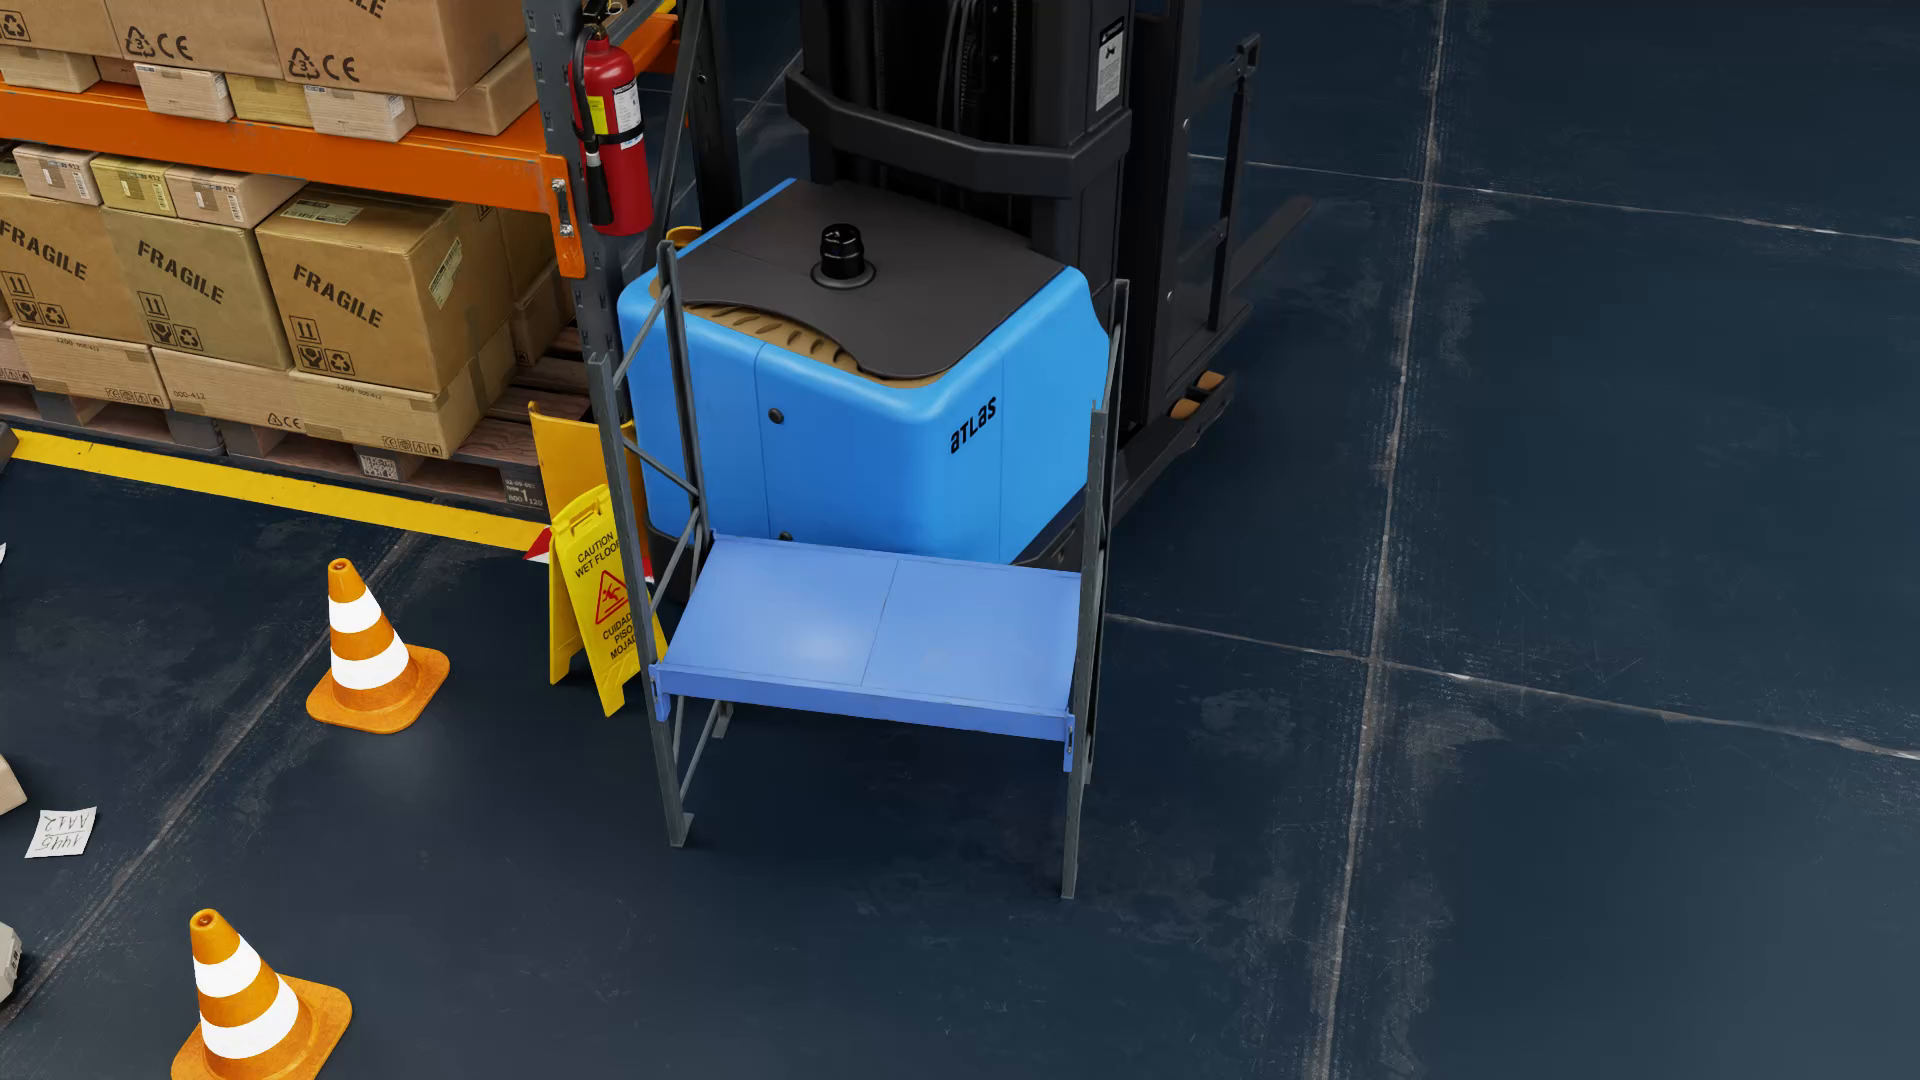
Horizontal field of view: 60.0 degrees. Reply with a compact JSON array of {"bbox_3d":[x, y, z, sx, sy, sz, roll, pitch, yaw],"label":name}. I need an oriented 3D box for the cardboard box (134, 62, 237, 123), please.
[{"bbox_3d":[-2.098,-1.346,4.715,0.250,0.149,0.380,10,41,12],"label":"cardboard box"}]

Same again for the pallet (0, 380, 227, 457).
[{"bbox_3d":[-2.933,-0.765,5.997,1.213,0.211,1.003,10,41,11],"label":"pallet"}]

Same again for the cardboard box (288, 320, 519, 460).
[{"bbox_3d":[-1.783,-0.539,5.370,0.500,0.250,0.500,10,41,11],"label":"cardboard box"}]

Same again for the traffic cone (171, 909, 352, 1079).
[{"bbox_3d":[-1.617,0.988,3.714,0.334,0.463,0.336,10,41,11],"label":"traffic cone"}]

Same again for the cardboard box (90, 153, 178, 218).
[{"bbox_3d":[-2.365,-1.137,4.996,0.250,0.149,0.380,10,41,12],"label":"cardboard box"}]

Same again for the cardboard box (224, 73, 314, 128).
[{"bbox_3d":[-1.841,-1.322,4.687,0.250,0.149,0.380,9,41,11],"label":"cardboard box"}]

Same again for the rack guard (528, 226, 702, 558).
[{"bbox_3d":[-0.983,-0.515,5.474,0.348,0.500,1.175,10,41,11],"label":"rack guard"}]

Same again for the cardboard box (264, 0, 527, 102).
[{"bbox_3d":[-1.505,-1.531,4.431,0.500,0.500,0.500,9,41,11],"label":"cardboard box"}]

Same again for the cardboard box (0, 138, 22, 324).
[{"bbox_3d":[-3.253,-1.085,5.438,0.500,0.500,0.500,12,41,14],"label":"cardboard box"}]

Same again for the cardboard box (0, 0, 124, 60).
[{"bbox_3d":[-2.470,-1.702,4.635,0.500,0.500,0.500,10,41,11],"label":"cardboard box"}]

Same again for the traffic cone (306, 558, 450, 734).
[{"bbox_3d":[-1.658,0.242,4.602,0.334,0.463,0.336,10,41,11],"label":"traffic cone"}]

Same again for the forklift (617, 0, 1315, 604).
[{"bbox_3d":[0.292,-1.581,4.854,1.130,2.935,3.031,22,45,24],"label":"forklift"}]

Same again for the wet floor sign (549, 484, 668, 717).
[{"bbox_3d":[-1.002,0.138,4.583,0.232,0.644,0.267,24,46,26],"label":"wet floor sign"}]

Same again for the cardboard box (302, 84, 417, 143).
[{"bbox_3d":[-1.599,-1.266,4.620,0.250,0.149,0.380,9,41,11],"label":"cardboard box"}]

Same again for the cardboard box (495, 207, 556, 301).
[{"bbox_3d":[-1.640,-1.164,5.532,0.500,0.500,0.500,8,41,10],"label":"cardboard box"}]

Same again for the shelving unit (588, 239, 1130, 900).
[{"bbox_3d":[-0.192,0.116,3.946,1.048,1.500,0.538,6,40,7],"label":"shelving unit"}]

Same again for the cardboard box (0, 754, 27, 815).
[{"bbox_3d":[-2.697,0.669,4.337,0.250,0.149,0.380,33,50,33],"label":"cardboard box"}]

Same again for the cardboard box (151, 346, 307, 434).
[{"bbox_3d":[-2.258,-0.626,5.474,0.500,0.250,0.500,10,41,12],"label":"cardboard box"}]

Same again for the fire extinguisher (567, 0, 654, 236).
[{"bbox_3d":[-0.918,-1.124,4.317,0.183,0.674,0.296,10,41,11],"label":"fire extinguisher"}]

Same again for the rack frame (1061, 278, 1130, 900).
[{"bbox_3d":[0.310,0.170,3.882,0.032,1.500,0.500,6,40,7],"label":"rack frame"}]

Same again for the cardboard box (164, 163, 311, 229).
[{"bbox_3d":[-2.123,-1.093,4.943,0.250,0.149,0.380,11,41,13],"label":"cardboard box"}]

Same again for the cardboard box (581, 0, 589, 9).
[{"bbox_3d":[-1.295,-1.863,4.826,0.500,0.500,0.500,9,41,11],"label":"cardboard box"}]

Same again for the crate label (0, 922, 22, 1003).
[{"bbox_3d":[-2.392,1.021,3.928,0.298,0.136,0.250,-10,41,-11],"label":"crate label"}]

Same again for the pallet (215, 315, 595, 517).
[{"bbox_3d":[-1.758,-0.561,5.754,1.213,0.211,1.003,10,41,11],"label":"pallet"}]

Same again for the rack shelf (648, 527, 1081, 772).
[{"bbox_3d":[-0.192,0.254,4.061,1.000,0.185,0.538,6,40,7],"label":"rack shelf"}]

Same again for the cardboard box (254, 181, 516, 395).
[{"bbox_3d":[-1.751,-0.826,5.129,0.500,0.500,0.500,10,41,12],"label":"cardboard box"}]

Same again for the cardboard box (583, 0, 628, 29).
[{"bbox_3d":[-1.184,-1.548,4.957,0.250,0.149,0.380,10,41,12],"label":"cardboard box"}]

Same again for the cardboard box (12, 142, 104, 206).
[{"bbox_3d":[-2.619,-1.182,5.049,0.250,0.149,0.380,11,41,13],"label":"cardboard box"}]

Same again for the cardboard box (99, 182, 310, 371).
[{"bbox_3d":[-2.256,-0.910,5.230,0.500,0.500,0.500,11,41,13],"label":"cardboard box"}]

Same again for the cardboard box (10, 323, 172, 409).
[{"bbox_3d":[-2.765,-0.709,5.573,0.500,0.250,0.500,8,41,10],"label":"cardboard box"}]

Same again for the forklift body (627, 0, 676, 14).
[{"bbox_3d":[-1.933,-3.401,7.627,1.214,2.155,2.313,10,41,11],"label":"forklift body"}]

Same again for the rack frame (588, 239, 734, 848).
[{"bbox_3d":[-0.693,0.062,4.009,0.032,1.500,0.500,6,40,7],"label":"rack frame"}]

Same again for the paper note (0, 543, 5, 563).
[{"bbox_3d":[-3.048,0.065,5.149,0.148,0.019,0.142,-3,40,-4],"label":"paper note"}]

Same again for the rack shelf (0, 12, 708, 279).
[{"bbox_3d":[-2.841,-1.516,5.283,4.000,0.370,1.077,10,41,11],"label":"rack shelf"}]

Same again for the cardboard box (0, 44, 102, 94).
[{"bbox_3d":[-2.580,-1.462,4.853,0.250,0.149,0.380,9,41,11],"label":"cardboard box"}]

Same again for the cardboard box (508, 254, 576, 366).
[{"bbox_3d":[-1.617,-0.873,5.769,0.500,0.250,0.500,9,41,11],"label":"cardboard box"}]

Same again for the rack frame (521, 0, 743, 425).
[{"bbox_3d":[-0.909,-1.459,4.655,0.127,3.000,1.000,10,41,11],"label":"rack frame"}]

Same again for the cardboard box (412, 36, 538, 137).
[{"bbox_3d":[-1.326,-1.292,4.652,0.250,0.149,0.380,11,41,13],"label":"cardboard box"}]

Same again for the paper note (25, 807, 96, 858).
[{"bbox_3d":[-2.337,0.757,4.325,0.142,0.019,0.148,-3,40,-4],"label":"paper note"}]

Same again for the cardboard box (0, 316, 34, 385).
[{"bbox_3d":[-3.241,-0.798,5.679,0.500,0.250,0.500,9,41,11],"label":"cardboard box"}]

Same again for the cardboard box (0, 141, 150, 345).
[{"bbox_3d":[-2.741,-0.999,5.335,0.500,0.500,0.500,9,41,10],"label":"cardboard box"}]

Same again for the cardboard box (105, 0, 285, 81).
[{"bbox_3d":[-1.987,-1.617,4.534,0.500,0.500,0.500,10,41,12],"label":"cardboard box"}]

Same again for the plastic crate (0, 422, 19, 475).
[{"bbox_3d":[-3.469,-0.236,5.469,0.583,0.080,0.402,-3,40,-4],"label":"plastic crate"}]

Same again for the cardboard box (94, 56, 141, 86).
[{"bbox_3d":[-2.309,-1.476,4.870,0.250,0.149,0.380,10,41,12],"label":"cardboard box"}]
